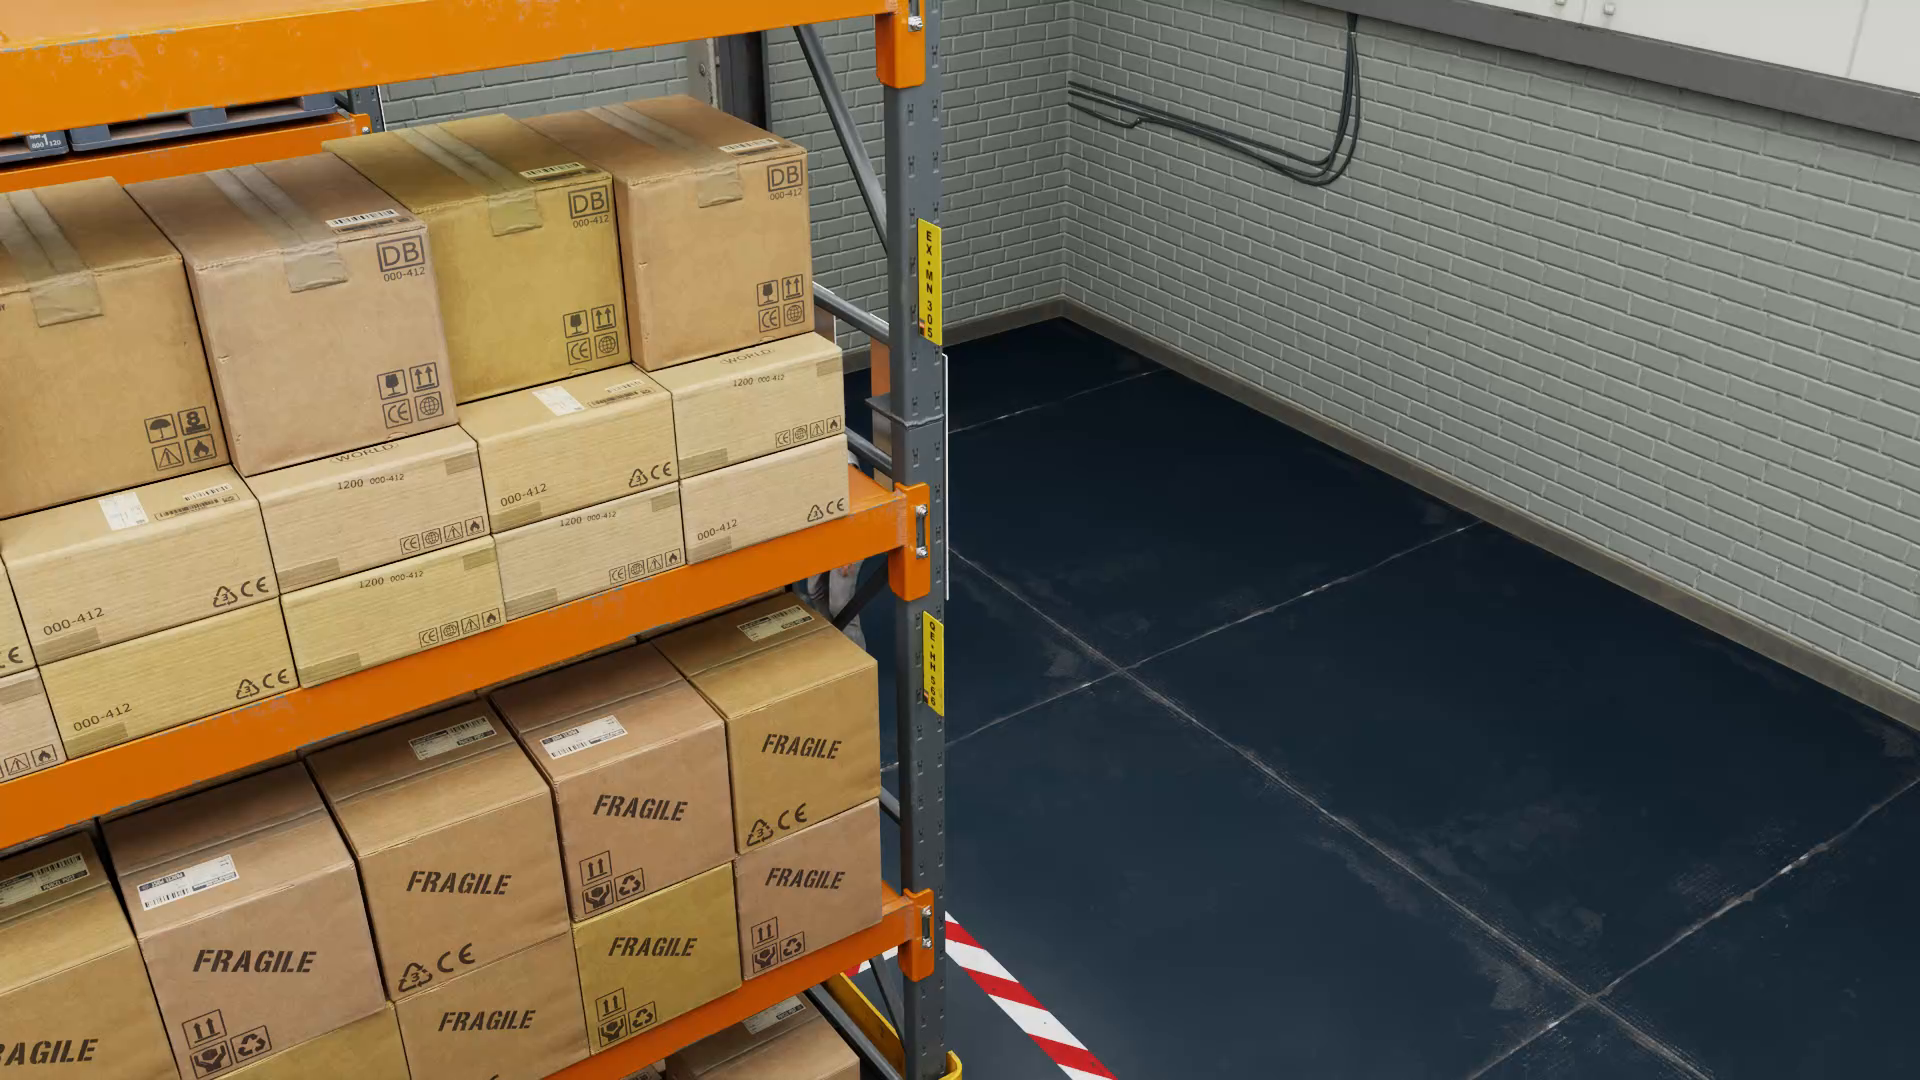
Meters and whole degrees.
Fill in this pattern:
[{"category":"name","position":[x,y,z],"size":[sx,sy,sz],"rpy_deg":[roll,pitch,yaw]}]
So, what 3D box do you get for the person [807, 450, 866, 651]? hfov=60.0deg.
[{"category":"person","position":[-0.661,0.017,8.607],"size":[0.349,1.592,0.466],"rpy_deg":[-19,34,-31]}]
